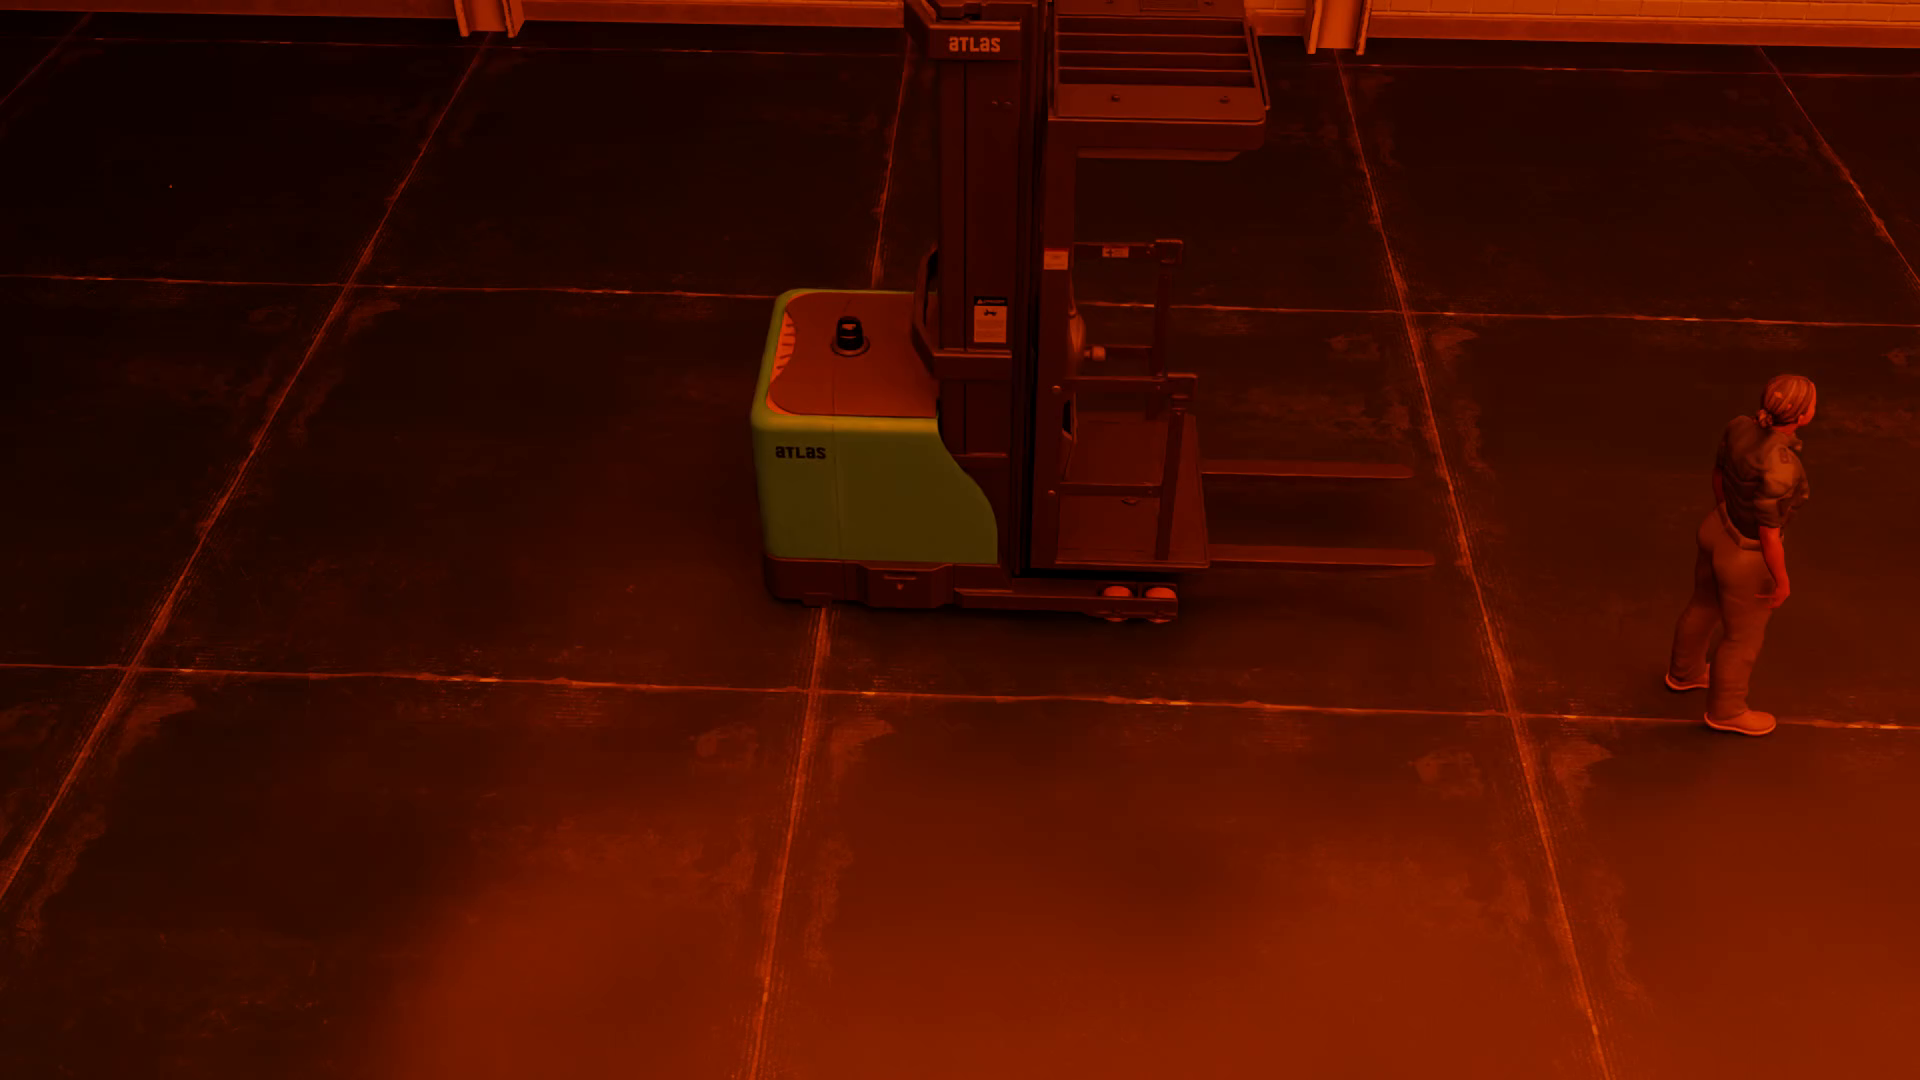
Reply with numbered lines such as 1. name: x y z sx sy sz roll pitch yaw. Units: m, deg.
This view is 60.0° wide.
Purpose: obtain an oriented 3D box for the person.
1. person: 3.191 0.042 6.641 0.483 1.662 0.551 -3 42 -3

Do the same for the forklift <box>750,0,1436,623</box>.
1. forklift: 0.639 -1.077 6.922 3.031 2.935 1.130 2 42 2
